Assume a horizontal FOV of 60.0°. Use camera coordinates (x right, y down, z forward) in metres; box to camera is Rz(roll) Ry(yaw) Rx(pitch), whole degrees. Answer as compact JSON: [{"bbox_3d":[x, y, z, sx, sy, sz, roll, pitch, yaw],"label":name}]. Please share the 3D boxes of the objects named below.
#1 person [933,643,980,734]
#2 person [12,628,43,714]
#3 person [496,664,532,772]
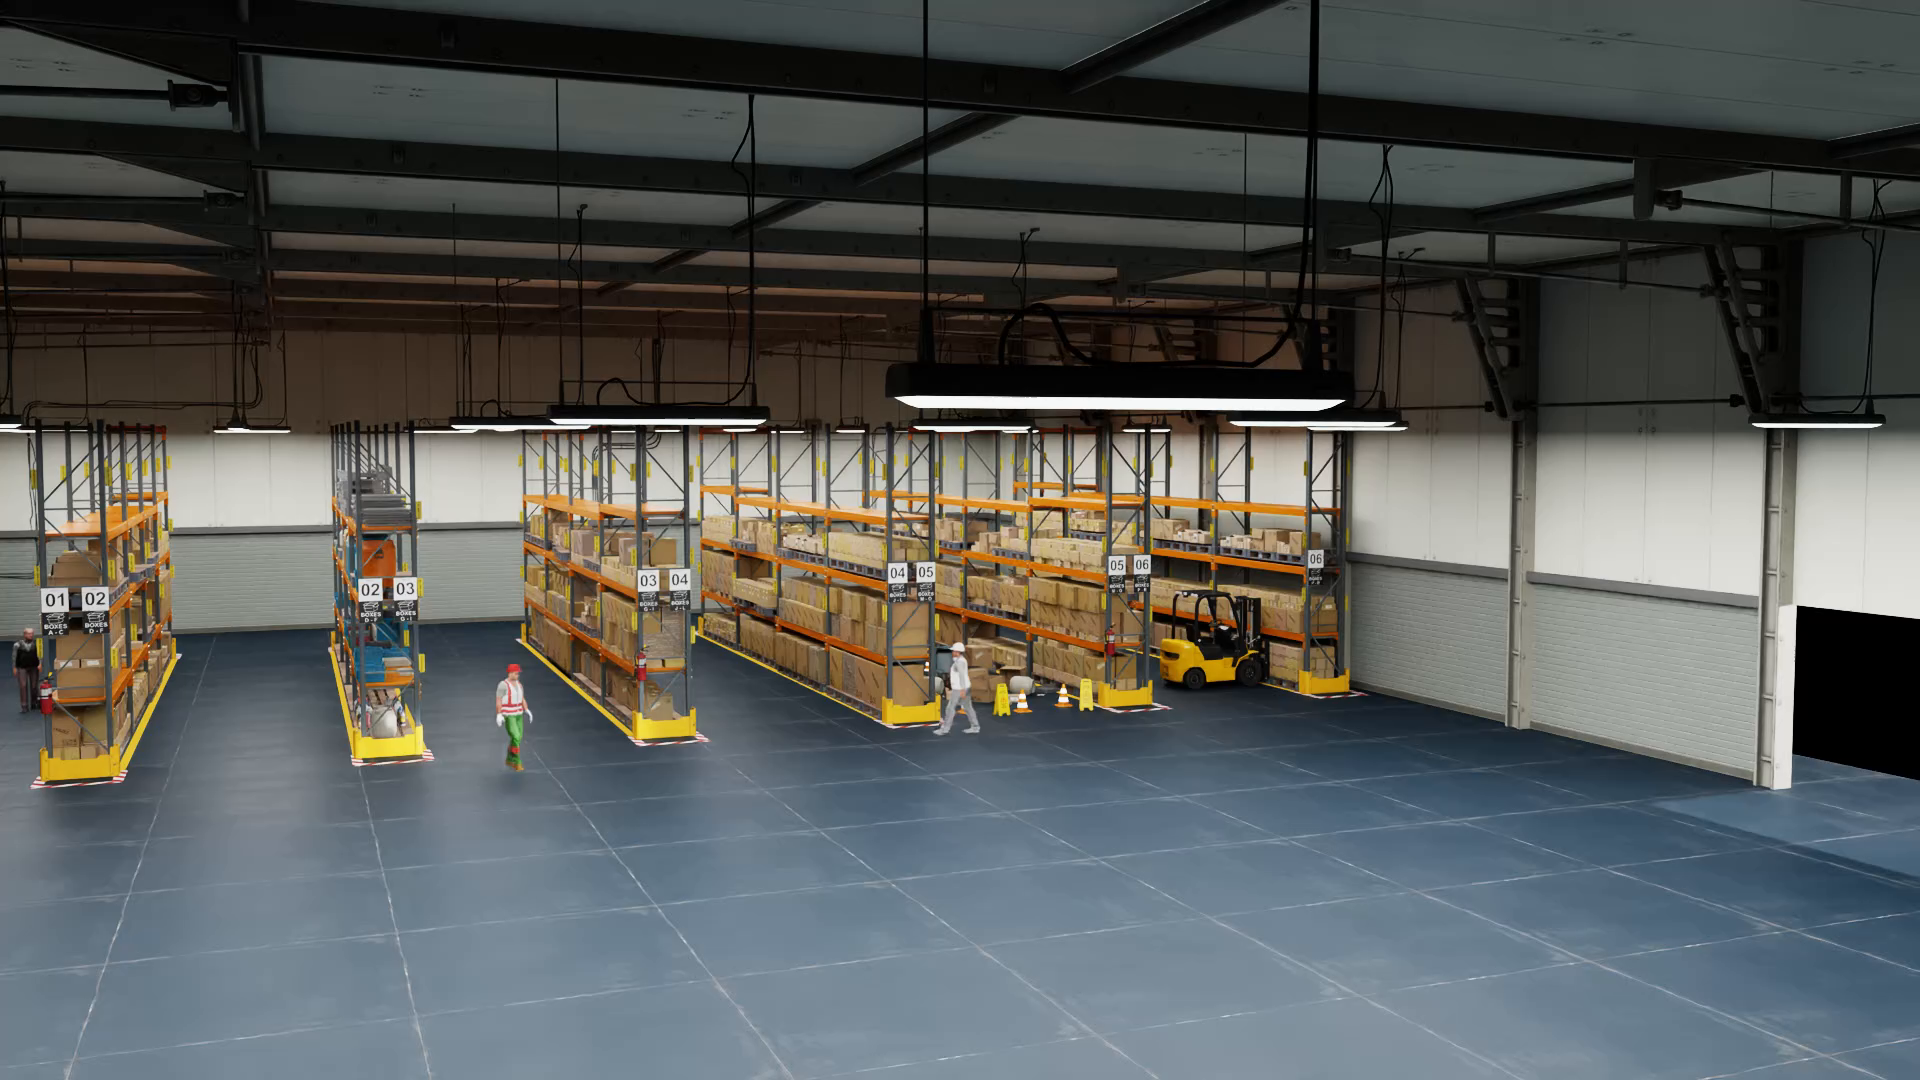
[{"bbox_3d":[-0.040,2.837,31.908,0.872,1.733,0.565,1,4,14],"label":"person"},{"bbox_3d":[-19.384,2.722,34.635,0.570,1.722,0.752,-3,4,-36],"label":"person"},{"bbox_3d":[-7.640,3.061,28.622,0.585,1.839,0.564,2,4,27],"label":"person"}]
